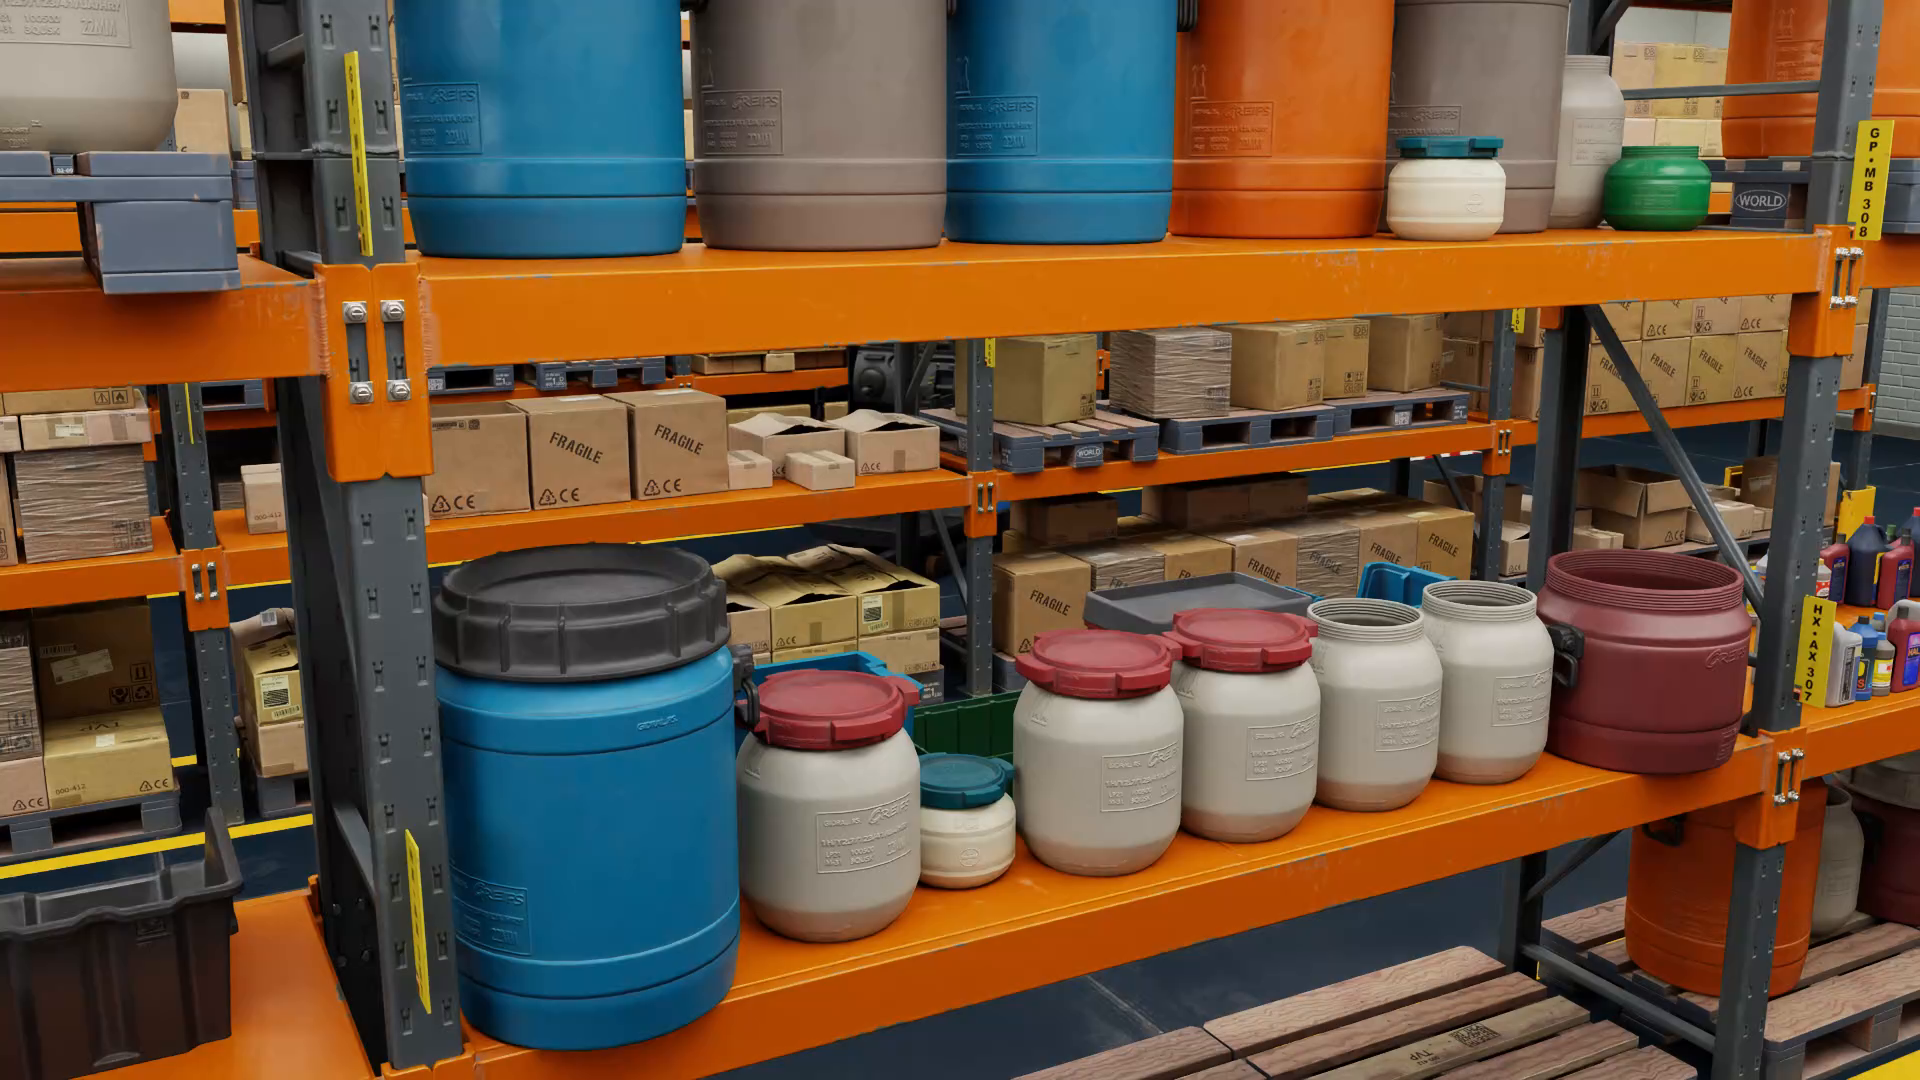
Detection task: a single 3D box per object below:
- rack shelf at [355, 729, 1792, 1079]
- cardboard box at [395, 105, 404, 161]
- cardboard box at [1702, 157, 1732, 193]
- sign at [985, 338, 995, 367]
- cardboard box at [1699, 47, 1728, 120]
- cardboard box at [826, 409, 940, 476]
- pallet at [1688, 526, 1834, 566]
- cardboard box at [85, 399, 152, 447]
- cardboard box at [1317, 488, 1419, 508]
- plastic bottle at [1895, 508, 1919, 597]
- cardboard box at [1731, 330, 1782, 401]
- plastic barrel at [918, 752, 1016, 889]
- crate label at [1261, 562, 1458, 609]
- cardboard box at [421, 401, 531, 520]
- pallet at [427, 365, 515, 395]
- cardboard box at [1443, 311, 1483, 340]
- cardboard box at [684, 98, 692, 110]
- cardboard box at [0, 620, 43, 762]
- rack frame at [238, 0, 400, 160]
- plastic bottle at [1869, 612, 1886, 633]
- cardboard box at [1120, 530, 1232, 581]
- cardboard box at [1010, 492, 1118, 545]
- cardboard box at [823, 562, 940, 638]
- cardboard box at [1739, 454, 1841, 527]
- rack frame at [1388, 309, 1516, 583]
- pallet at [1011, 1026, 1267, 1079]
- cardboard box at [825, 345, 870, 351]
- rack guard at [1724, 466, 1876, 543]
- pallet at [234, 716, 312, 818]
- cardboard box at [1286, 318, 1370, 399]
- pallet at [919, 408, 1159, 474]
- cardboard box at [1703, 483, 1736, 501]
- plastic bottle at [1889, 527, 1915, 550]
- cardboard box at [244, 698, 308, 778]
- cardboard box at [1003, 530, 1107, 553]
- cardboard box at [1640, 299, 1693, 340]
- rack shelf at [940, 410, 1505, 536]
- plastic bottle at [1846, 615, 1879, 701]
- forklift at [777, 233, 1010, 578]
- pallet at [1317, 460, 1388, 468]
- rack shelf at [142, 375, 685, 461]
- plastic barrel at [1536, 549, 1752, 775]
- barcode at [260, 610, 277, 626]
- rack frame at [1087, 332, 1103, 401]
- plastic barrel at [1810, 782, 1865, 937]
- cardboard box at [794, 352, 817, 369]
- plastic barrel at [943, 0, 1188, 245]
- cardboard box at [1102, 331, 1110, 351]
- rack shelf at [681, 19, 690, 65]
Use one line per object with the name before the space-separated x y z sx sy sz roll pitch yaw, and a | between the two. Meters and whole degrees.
rack shelf | 0.510 0.867 4.564 4.000 0.370 1.077 -7 14 -28
cardboard box | -2.590 -1.945 7.973 0.500 0.250 0.500 -8 15 -33
cardboard box | 5.269 -2.621 11.935 0.500 0.250 0.500 -7 14 -28
sign | 0.164 -1.108 9.062 0.005 0.325 0.100 -7 14 -28
cardboard box | 5.123 -3.290 12.058 0.500 0.500 0.700 -7 14 -28
cardboard box | -0.445 -0.576 9.540 0.500 0.311 0.500 -6 14 -24
pallet | 6.151 -0.038 13.300 1.213 0.211 1.003 -7 14 -28
cardboard box | -3.752 -0.524 7.400 0.250 0.149 0.380 -7 14 -28
cardboard box | 2.865 -0.061 11.742 0.500 0.500 0.500 -8 15 -30
plastic bottle | 3.858 0.042 6.701 0.185 0.351 0.144 -7 14 -28
cardboard box | 5.760 -1.334 12.475 0.500 0.500 0.500 -7 14 -27
plastic barrel | -0.011 0.684 4.052 0.301 0.262 0.301 0 13 0
crate label | 1.263 0.341 5.183 0.616 0.435 0.502 -7 14 -28
cardboard box | -2.472 -0.410 8.374 0.500 0.500 0.500 -6 14 -24
pallet | -4.200 -1.294 12.964 1.213 0.211 1.003 -7 14 -28
cardboard box | 3.726 -1.710 11.870 0.500 0.500 0.500 -7 14 -28
cardboard box | -2.092 -3.392 13.786 0.500 0.500 0.700 -8 15 -32
cardboard box | -4.363 0.683 7.339 0.500 0.500 0.500 -7 14 -28
rack frame | -1.246 -2.200 2.891 0.127 3.000 1.000 -7 14 -28
plastic bottle | 3.130 0.348 5.681 0.097 0.201 0.097 0 13 0
cardboard box | 1.331 0.255 10.337 0.500 0.500 0.500 -7 14 -29
cardboard box | 0.651 -0.161 10.475 0.500 0.250 0.500 -6 14 -26
cardboard box | -0.447 0.316 9.402 0.500 0.311 0.500 -6 14 -26
cardboard box | 6.558 -0.382 13.164 0.500 0.500 0.500 -7 14 -28
rack frame | 3.406 -1.070 11.533 0.127 3.000 1.000 -7 14 -28
pallet | 0.497 1.867 4.831 1.213 0.211 1.003 -7 14 -28
cardboard box | -1.033 -1.914 14.333 0.500 0.500 0.500 -7 14 -28
rack guard | 6.850 -0.264 13.642 0.348 0.500 1.175 -7 14 -28
pallet | -2.988 1.047 8.477 1.213 0.211 1.003 -7 14 -28
cardboard box | 2.310 -1.233 11.070 0.500 0.500 0.700 -4 13 -19
pallet | 0.456 -0.641 10.061 1.003 0.211 1.213 -7 14 -28
cardboard box | 5.865 -0.309 13.411 0.500 0.250 0.500 -7 14 -28
plastic bottle | 3.727 0.096 6.618 0.133 0.283 0.061 -7 14 -28
cardboard box | -3.143 0.913 8.025 0.500 0.250 0.500 -7 15 -29
cardboard box | 0.603 0.212 10.527 0.500 0.500 0.500 -6 14 -26
cardboard box | 4.858 -1.711 11.873 0.500 0.500 0.500 -7 15 -30
rack shelf | 1.650 -0.509 10.677 4.000 0.370 1.077 -7 14 -28
plastic bottle | 2.915 0.378 5.390 0.097 0.271 0.097 0 13 0
forklift | -0.495 -1.261 12.535 1.130 2.935 3.031 7 14 27
pallet | 3.876 -0.986 17.508 1.213 0.211 1.003 -7 14 -28
rack shelf | -4.237 -1.042 13.047 4.000 0.370 1.077 -7 14 -28
plastic barrel | 2.003 0.346 4.928 0.708 0.536 0.600 -7 14 -28
barcode | -3.193 0.361 7.677 0.075 0.075 0.001 -7 14 -28
rack frame | 1.029 -2.024 15.773 0.127 3.000 1.000 -7 14 -28
plastic barrel | 3.139 1.183 6.230 0.421 0.512 0.421 0 13 0
cardboard box | -1.421 -1.568 14.269 0.250 0.149 0.380 -7 14 -28
plastic barrel | 0.245 -1.215 4.200 0.708 0.901 0.600 -7 14 -28
cardboard box | 1.513 -2.225 15.980 0.700 0.700 0.980 -7 14 -27
rack shelf | -0.726 -4.195 14.302 4.000 0.370 1.077 -7 14 -28
